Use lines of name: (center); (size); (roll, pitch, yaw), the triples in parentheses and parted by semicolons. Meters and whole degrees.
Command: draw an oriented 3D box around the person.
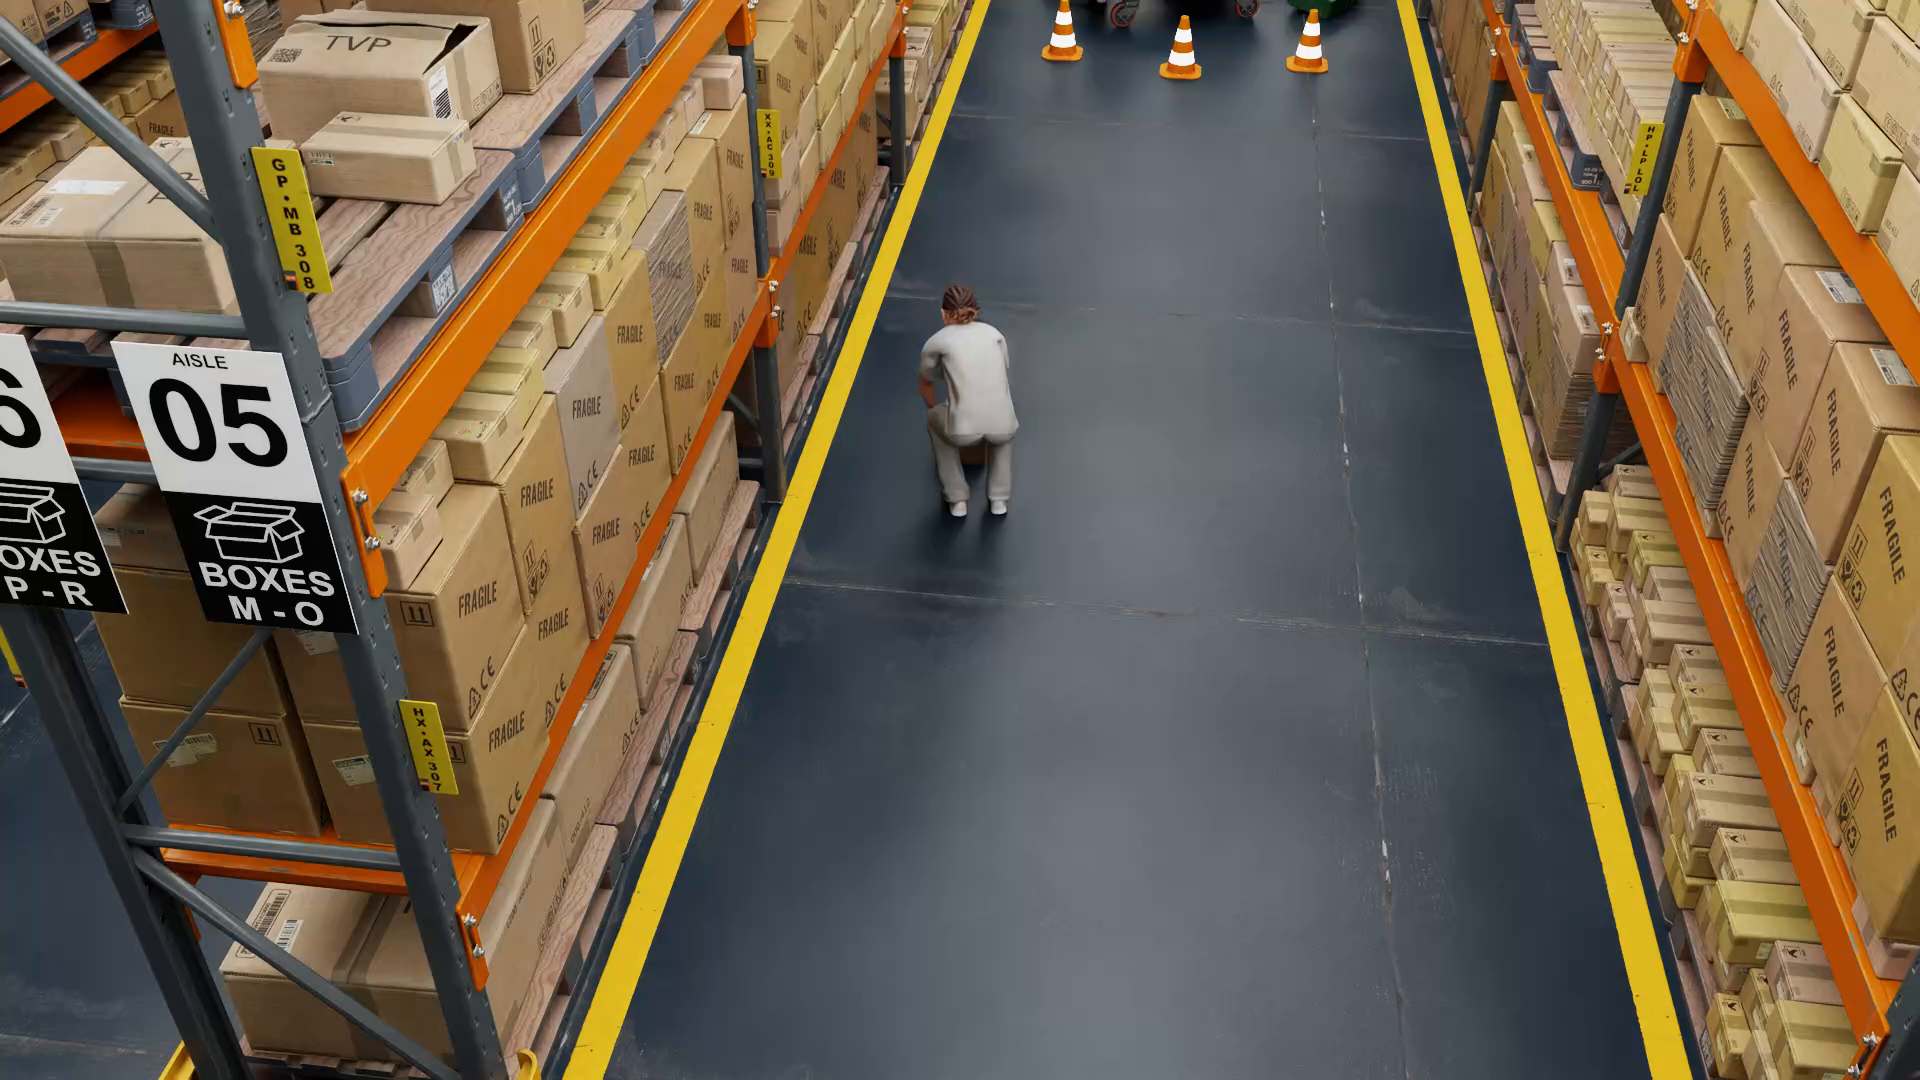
person: (0.043, -0.687, 8.486); (0.492, 1.075, 0.764); (-4, 36, -5)
